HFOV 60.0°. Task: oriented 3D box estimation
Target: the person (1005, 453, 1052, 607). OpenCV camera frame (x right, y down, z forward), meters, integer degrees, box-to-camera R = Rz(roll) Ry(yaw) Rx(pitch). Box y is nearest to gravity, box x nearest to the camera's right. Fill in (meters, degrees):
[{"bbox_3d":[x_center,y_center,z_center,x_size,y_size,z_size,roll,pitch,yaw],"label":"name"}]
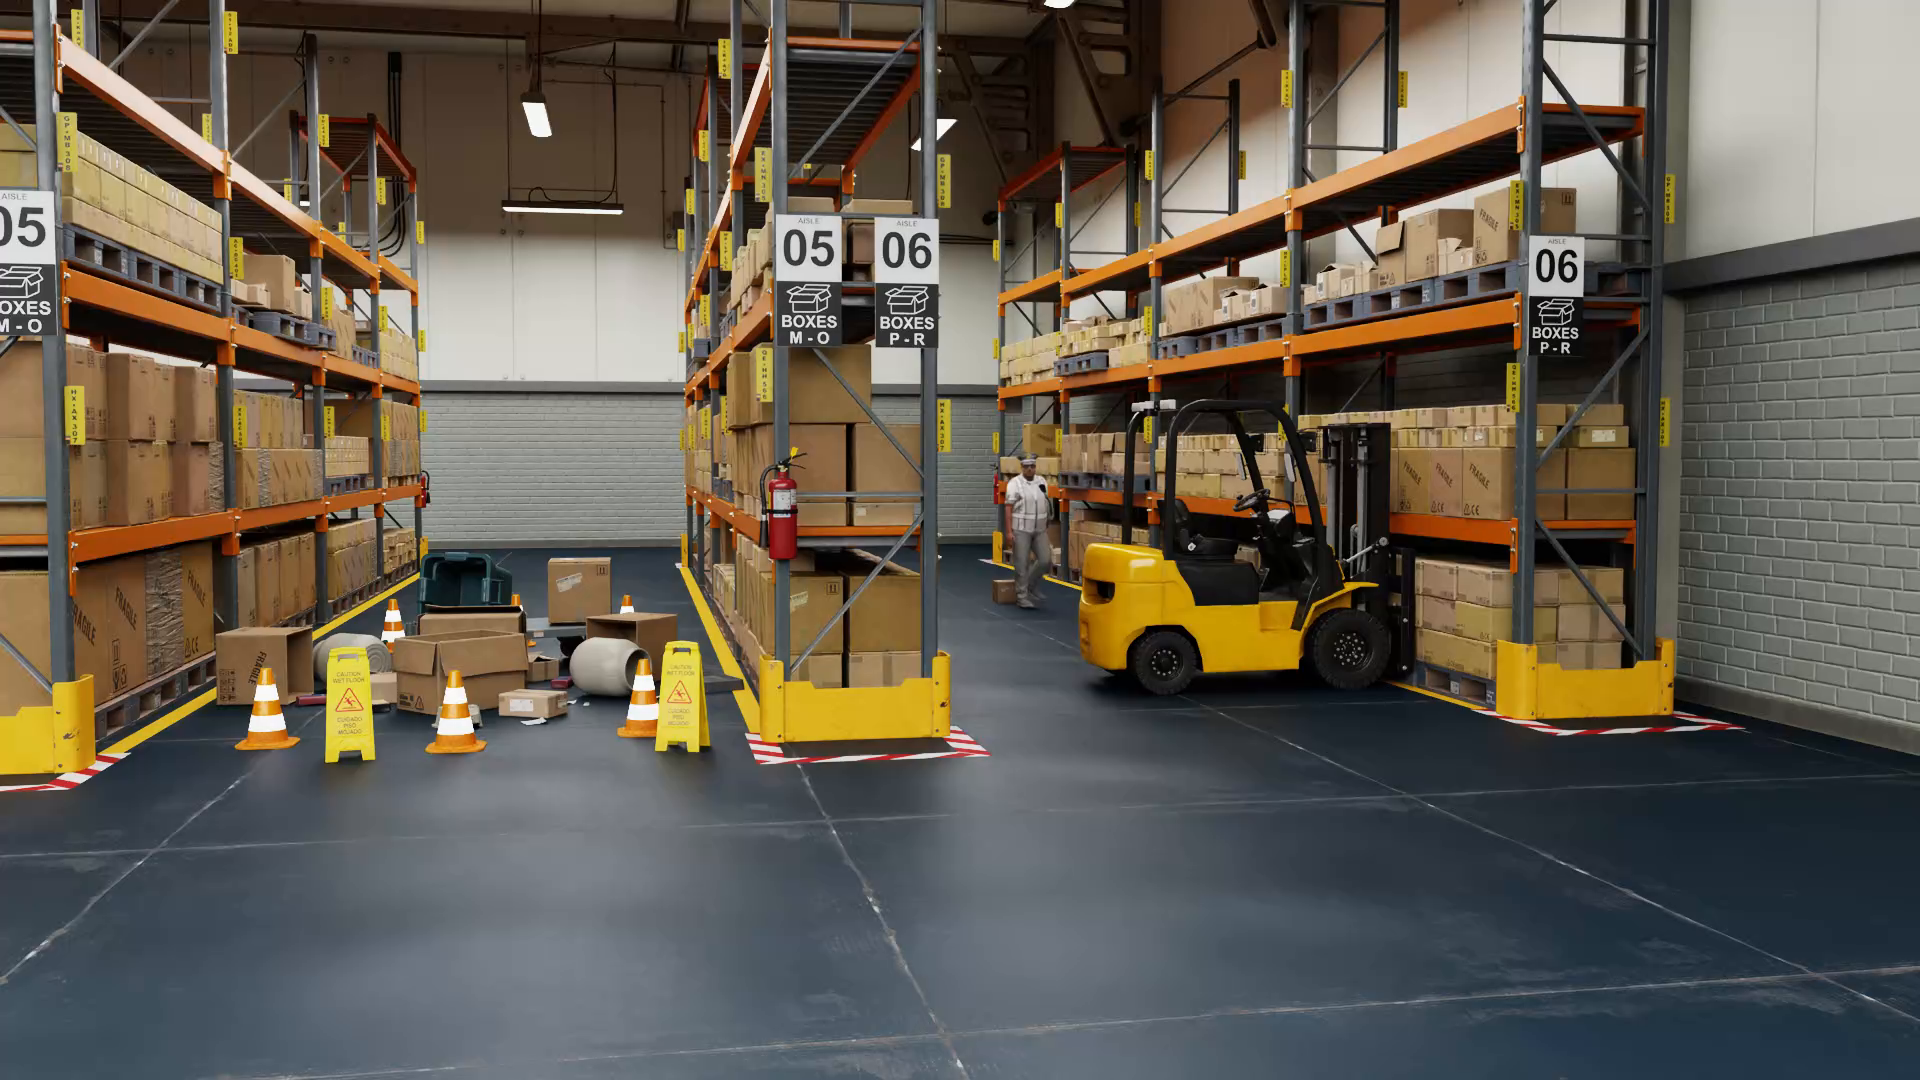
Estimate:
[{"bbox_3d":[0.761,-0.116,18.915,0.580,1.750,0.500,-1,3,-24],"label":"person"}]
